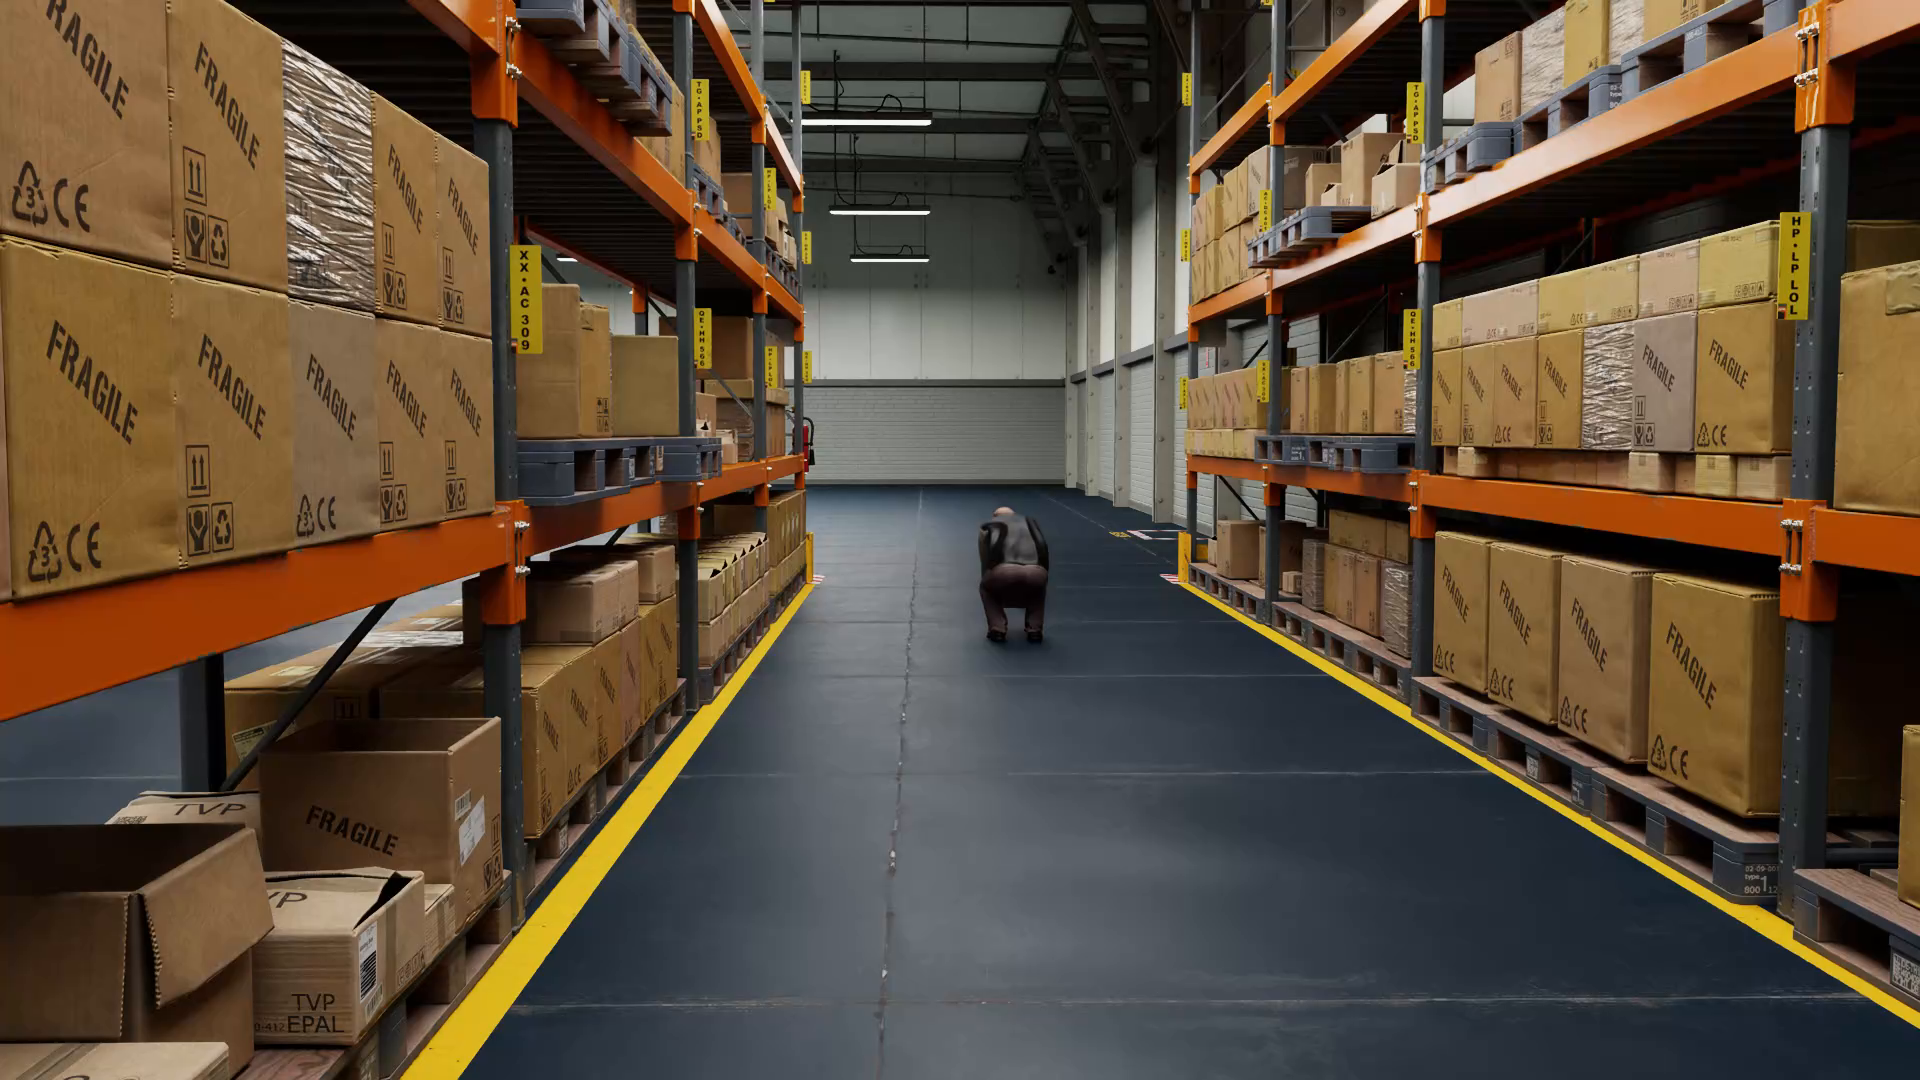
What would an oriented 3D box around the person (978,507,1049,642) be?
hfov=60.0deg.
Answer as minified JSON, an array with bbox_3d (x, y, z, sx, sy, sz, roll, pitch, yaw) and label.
[{"bbox_3d":[0.399,0.258,12.415,0.513,0.958,0.887,0,4,-3],"label":"person"}]
